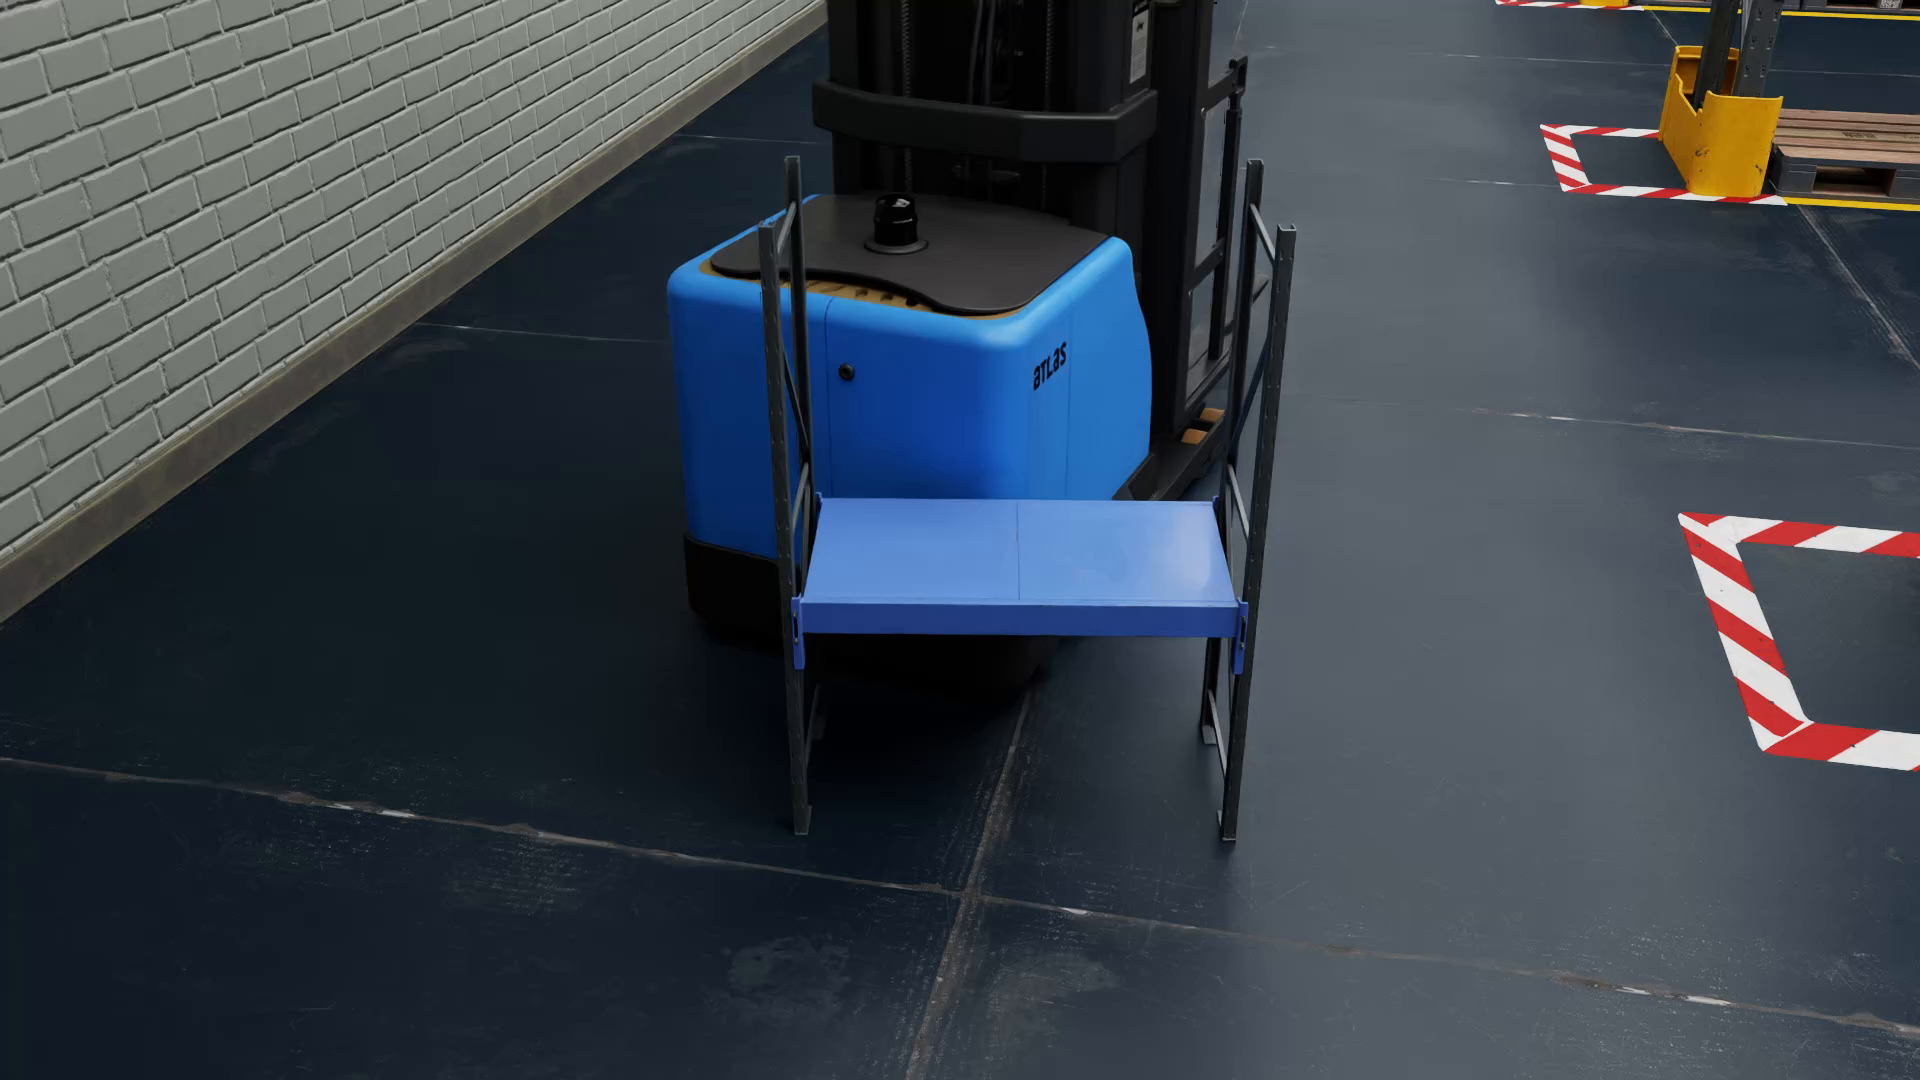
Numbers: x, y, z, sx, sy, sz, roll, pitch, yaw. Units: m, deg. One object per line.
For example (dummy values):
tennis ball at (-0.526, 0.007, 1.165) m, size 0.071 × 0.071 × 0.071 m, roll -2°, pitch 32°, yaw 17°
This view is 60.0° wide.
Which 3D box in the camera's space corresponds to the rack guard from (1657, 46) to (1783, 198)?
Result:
rack guard at (4.003, -2.231, 8.805) m, size 0.348 × 0.500 × 1.175 m, roll 6°, pitch 29°, yaw 11°

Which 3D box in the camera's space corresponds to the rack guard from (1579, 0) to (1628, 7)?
rack guard at (5.040, -4.563, 13.064) m, size 0.348 × 0.500 × 1.175 m, roll 6°, pitch 29°, yaw 11°

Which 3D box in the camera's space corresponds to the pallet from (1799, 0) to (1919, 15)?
pallet at (7.051, -4.267, 12.825) m, size 1.213 × 0.211 × 1.003 m, roll 6°, pitch 29°, yaw 11°

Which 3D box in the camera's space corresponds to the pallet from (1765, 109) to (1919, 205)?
pallet at (4.828, -2.007, 8.696) m, size 1.213 × 0.211 × 1.003 m, roll 6°, pitch 29°, yaw 11°

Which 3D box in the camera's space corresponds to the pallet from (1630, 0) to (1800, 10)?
pallet at (5.862, -4.391, 13.050) m, size 1.213 × 0.211 × 1.003 m, roll 6°, pitch 29°, yaw 11°

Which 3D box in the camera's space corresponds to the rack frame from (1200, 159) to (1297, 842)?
rack frame at (0.642, -0.062, 3.801) m, size 0.032 × 1.500 × 0.500 m, roll 1°, pitch 29°, yaw 1°

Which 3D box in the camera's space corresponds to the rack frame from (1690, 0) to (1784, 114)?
rack frame at (4.029, -3.331, 8.211) m, size 0.127 × 3.000 × 1.000 m, roll 6°, pitch 29°, yaw 11°

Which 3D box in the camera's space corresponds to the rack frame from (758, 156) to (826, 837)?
rack frame at (-0.374, -0.071, 3.818) m, size 0.032 × 1.500 × 0.500 m, roll 1°, pitch 29°, yaw 1°

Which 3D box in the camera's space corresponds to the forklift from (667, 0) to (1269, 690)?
forklift at (0.305, -1.575, 5.075) m, size 1.130 × 2.935 × 3.031 m, roll 13°, pitch 31°, yaw 22°

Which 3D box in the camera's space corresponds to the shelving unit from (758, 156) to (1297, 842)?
shelving unit at (0.134, -0.066, 3.810) m, size 1.048 × 1.500 × 0.538 m, roll 1°, pitch 29°, yaw 1°

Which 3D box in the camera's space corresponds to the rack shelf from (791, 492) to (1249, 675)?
rack shelf at (0.134, 0.091, 3.896) m, size 1.000 × 0.185 × 0.538 m, roll 1°, pitch 29°, yaw 1°
